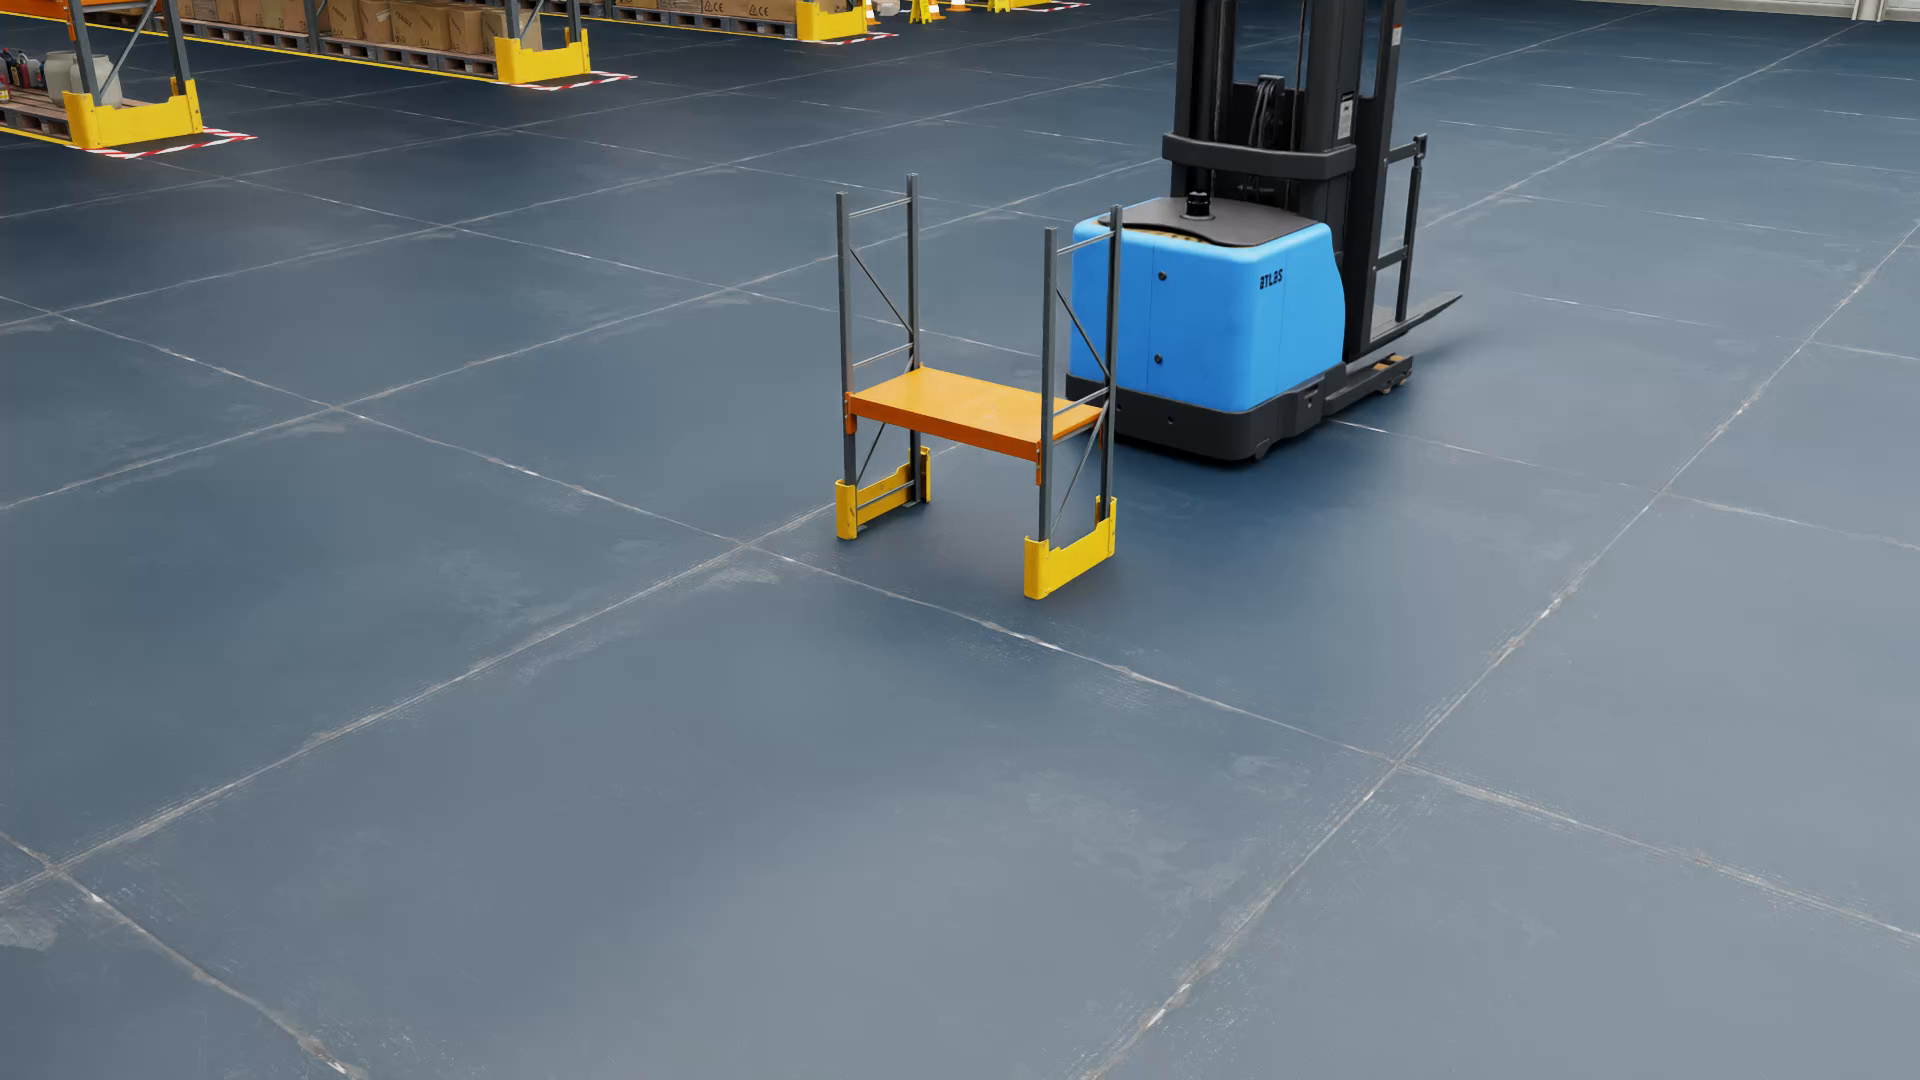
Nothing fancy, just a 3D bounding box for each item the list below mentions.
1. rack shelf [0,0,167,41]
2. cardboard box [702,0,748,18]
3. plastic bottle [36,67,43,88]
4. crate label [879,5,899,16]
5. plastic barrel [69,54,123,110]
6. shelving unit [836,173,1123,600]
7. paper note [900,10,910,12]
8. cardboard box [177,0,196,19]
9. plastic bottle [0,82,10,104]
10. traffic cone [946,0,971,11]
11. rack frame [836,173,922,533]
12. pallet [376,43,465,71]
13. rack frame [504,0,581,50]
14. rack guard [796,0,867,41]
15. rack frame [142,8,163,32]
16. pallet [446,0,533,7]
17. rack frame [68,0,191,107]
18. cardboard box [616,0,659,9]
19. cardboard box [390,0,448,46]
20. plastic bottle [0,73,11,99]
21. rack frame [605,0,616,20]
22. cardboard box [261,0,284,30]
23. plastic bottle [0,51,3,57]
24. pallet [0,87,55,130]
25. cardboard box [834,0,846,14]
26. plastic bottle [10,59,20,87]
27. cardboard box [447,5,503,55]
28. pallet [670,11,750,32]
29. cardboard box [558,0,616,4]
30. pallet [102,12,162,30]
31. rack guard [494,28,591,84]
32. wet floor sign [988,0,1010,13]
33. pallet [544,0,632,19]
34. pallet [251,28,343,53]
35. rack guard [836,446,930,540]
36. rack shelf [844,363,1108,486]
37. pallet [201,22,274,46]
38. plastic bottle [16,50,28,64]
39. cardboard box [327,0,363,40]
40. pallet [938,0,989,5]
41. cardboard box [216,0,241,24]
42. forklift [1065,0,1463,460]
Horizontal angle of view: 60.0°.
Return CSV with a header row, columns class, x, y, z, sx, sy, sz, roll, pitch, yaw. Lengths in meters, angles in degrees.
class,x,y,z,sx,sy,sz,roll,pitch,yaw
rack shelf,-9.422,-5.397,16.670,4.000,0.370,1.077,17,29,33
cardboard box,-3.083,-7.991,23.780,0.875,0.875,0.875,16,29,32
plastic bottle,-9.683,-4.883,17.537,0.097,0.201,0.097,0,24,0
crate label,-1.085,-8.145,25.566,0.298,0.136,0.250,3,24,6
plastic barrel,-8.394,-4.430,16.150,0.421,0.512,0.421,0,24,0
shelving unit,0.061,-0.668,6.906,1.083,1.500,0.587,17,29,33
paper note,-0.858,-8.265,25.971,0.142,0.019,0.148,7,25,15
cardboard box,-10.704,-7.677,23.507,0.500,0.500,0.700,15,28,31
plastic bottle,-9.554,-4.466,16.590,0.097,0.201,0.097,0,24,0
traffic cone,-0.025,-8.564,26.114,0.334,0.463,0.336,17,29,33
rack frame,-0.339,-0.789,7.180,0.032,1.500,0.500,17,29,33
pallet,-6.513,-6.086,20.800,1.213,0.211,1.003,17,29,33
rack frame,-4.851,-6.840,19.054,0.127,3.000,1.000,17,29,33
rack guard,-1.776,-7.266,23.122,0.348,0.500,1.175,17,29,33
rack frame,-11.252,-8.775,23.445,0.127,3.000,1.000,17,29,33
pallet,-7.611,-8.860,27.096,1.213,0.211,1.003,17,29,33
rack frame,-7.821,-5.242,15.428,0.127,3.000,1.000,17,29,33
cardboard box,-4.535,-8.429,24.774,0.875,0.875,0.875,17,29,34
cardboard box,-6.749,-6.485,20.828,0.500,0.500,0.500,14,27,29
plastic bottle,-9.676,-4.607,16.810,0.133,0.283,0.061,17,29,33
rack frame,-4.996,-9.383,24.826,0.127,3.000,1.000,17,29,33
cardboard box,-8.900,-7.142,22.293,0.500,0.500,0.700,17,29,33
plastic bottle,-10.334,-5.136,17.926,0.185,0.351,0.144,16,28,32
pallet,-9.529,-4.463,17.117,1.213,0.211,1.003,17,29,33
cardboard box,-1.831,-8.503,25.925,0.637,0.503,0.797,-1,24,-3
plastic bottle,-9.963,-4.941,17.568,0.133,0.283,0.061,17,29,33
cardboard box,-5.839,-6.178,20.132,0.500,0.500,0.500,-17,29,-34
pallet,-3.454,-7.603,24.245,1.213,0.211,1.003,17,29,33
cardboard box,-5.547,-8.667,25.470,0.750,0.750,1.050,17,29,33
pallet,-11.838,-7.714,24.495,1.213,0.211,1.003,17,29,33
rack guard,-4.912,-5.715,19.600,0.348,0.500,1.175,17,29,33
wet floor sign,0.603,-8.569,25.898,0.267,0.644,0.232,-15,28,-30
pallet,-5.659,-8.270,25.757,1.213,0.211,1.003,17,29,33
pallet,-8.676,-6.719,22.238,1.213,0.211,1.003,17,29,33
rack guard,-0.338,-0.216,7.431,0.087,0.250,0.587,17,29,33
rack shelf,0.068,-0.501,6.973,1.000,0.185,0.538,17,29,33
pallet,-9.656,-7.014,22.907,1.213,0.211,1.003,17,29,33
plastic bottle,-9.922,-5.011,17.643,0.185,0.351,0.144,17,29,33
cardboard box,-7.756,-6.746,21.420,0.500,0.500,0.500,16,28,32
pallet,0.403,-8.988,27.387,1.213,0.211,1.003,17,29,33
cardboard box,-9.795,-7.412,22.906,0.500,0.500,0.700,20,31,38
forklift,1.848,-2.245,8.710,1.130,2.935,3.031,18,29,35
